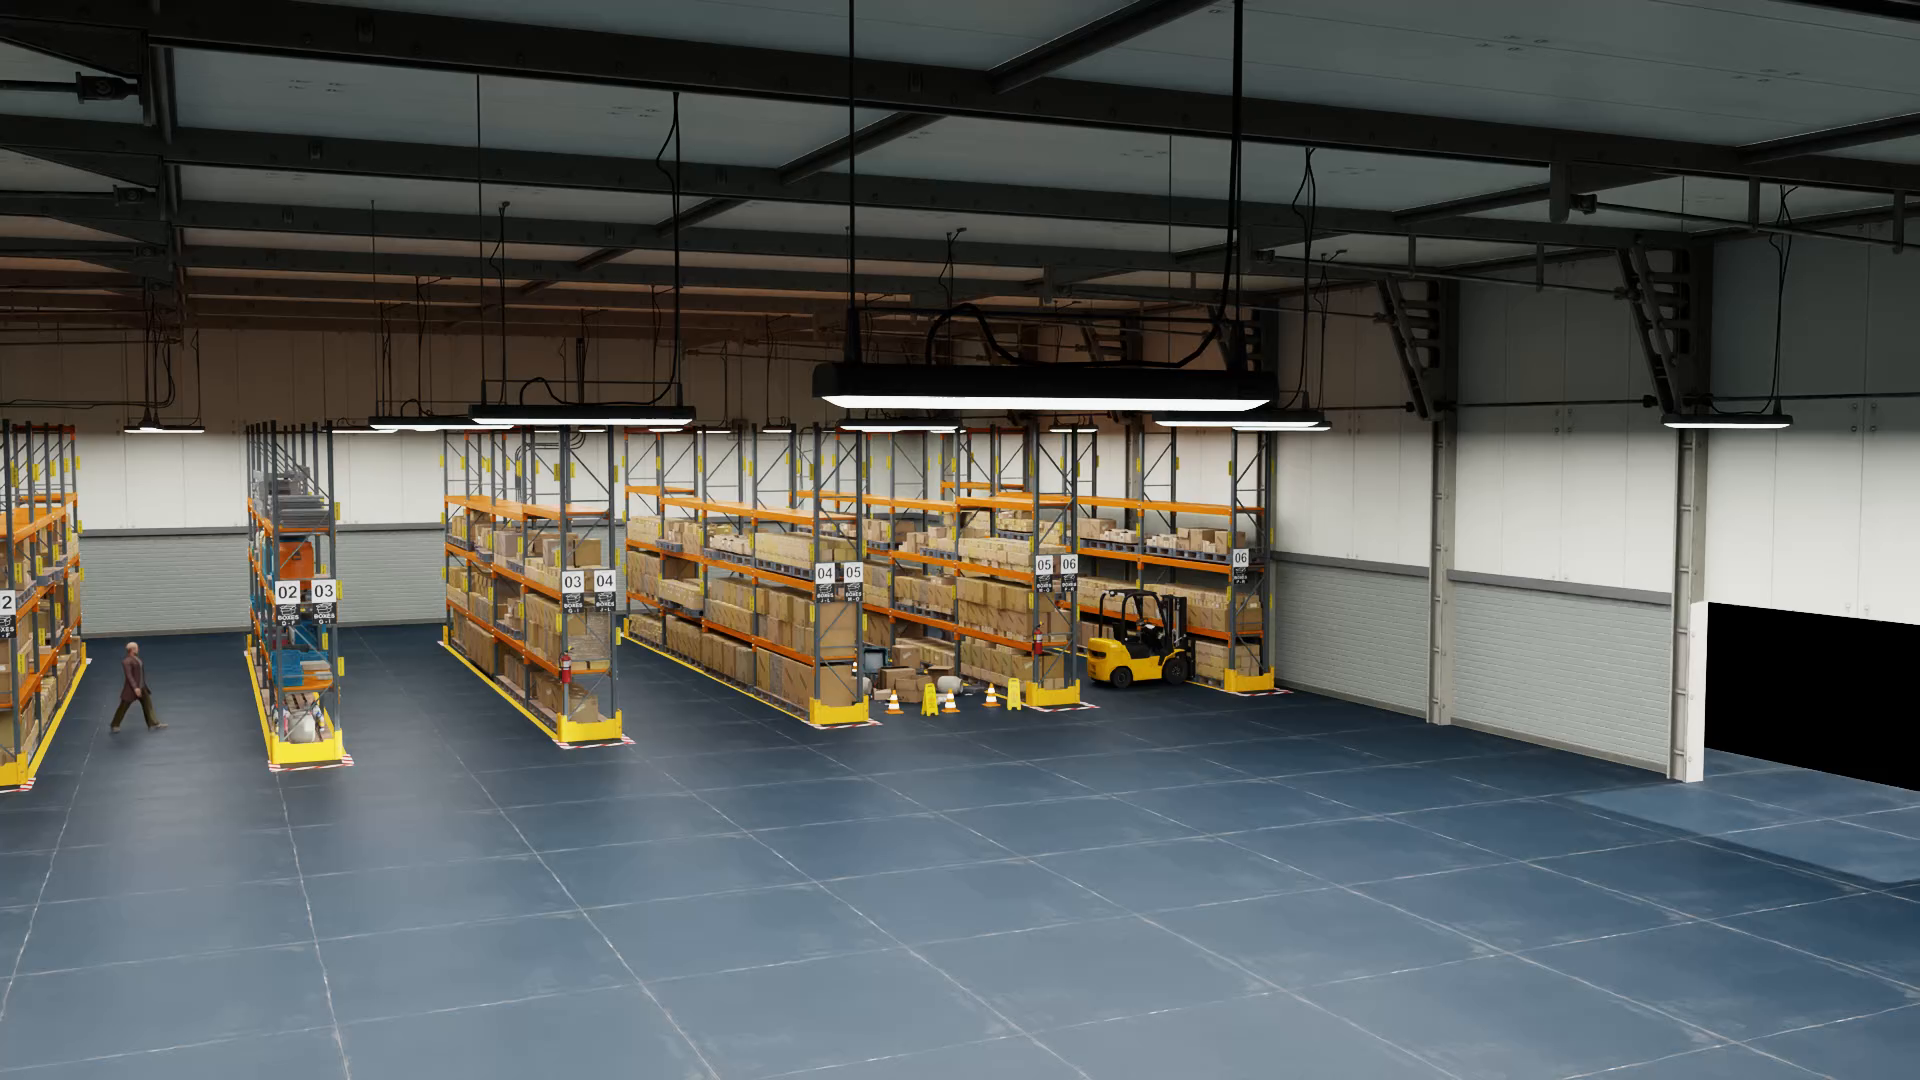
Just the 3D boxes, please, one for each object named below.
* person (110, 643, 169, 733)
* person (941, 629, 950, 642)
[{"bbox_3d":[-15.903,2.840,32.092,0.968,1.743,0.668,0,4,8],"label":"person"},{"bbox_3d":[-0.443,2.080,44.515,0.442,1.740,0.557,-1,4,-8],"label":"person"}]
